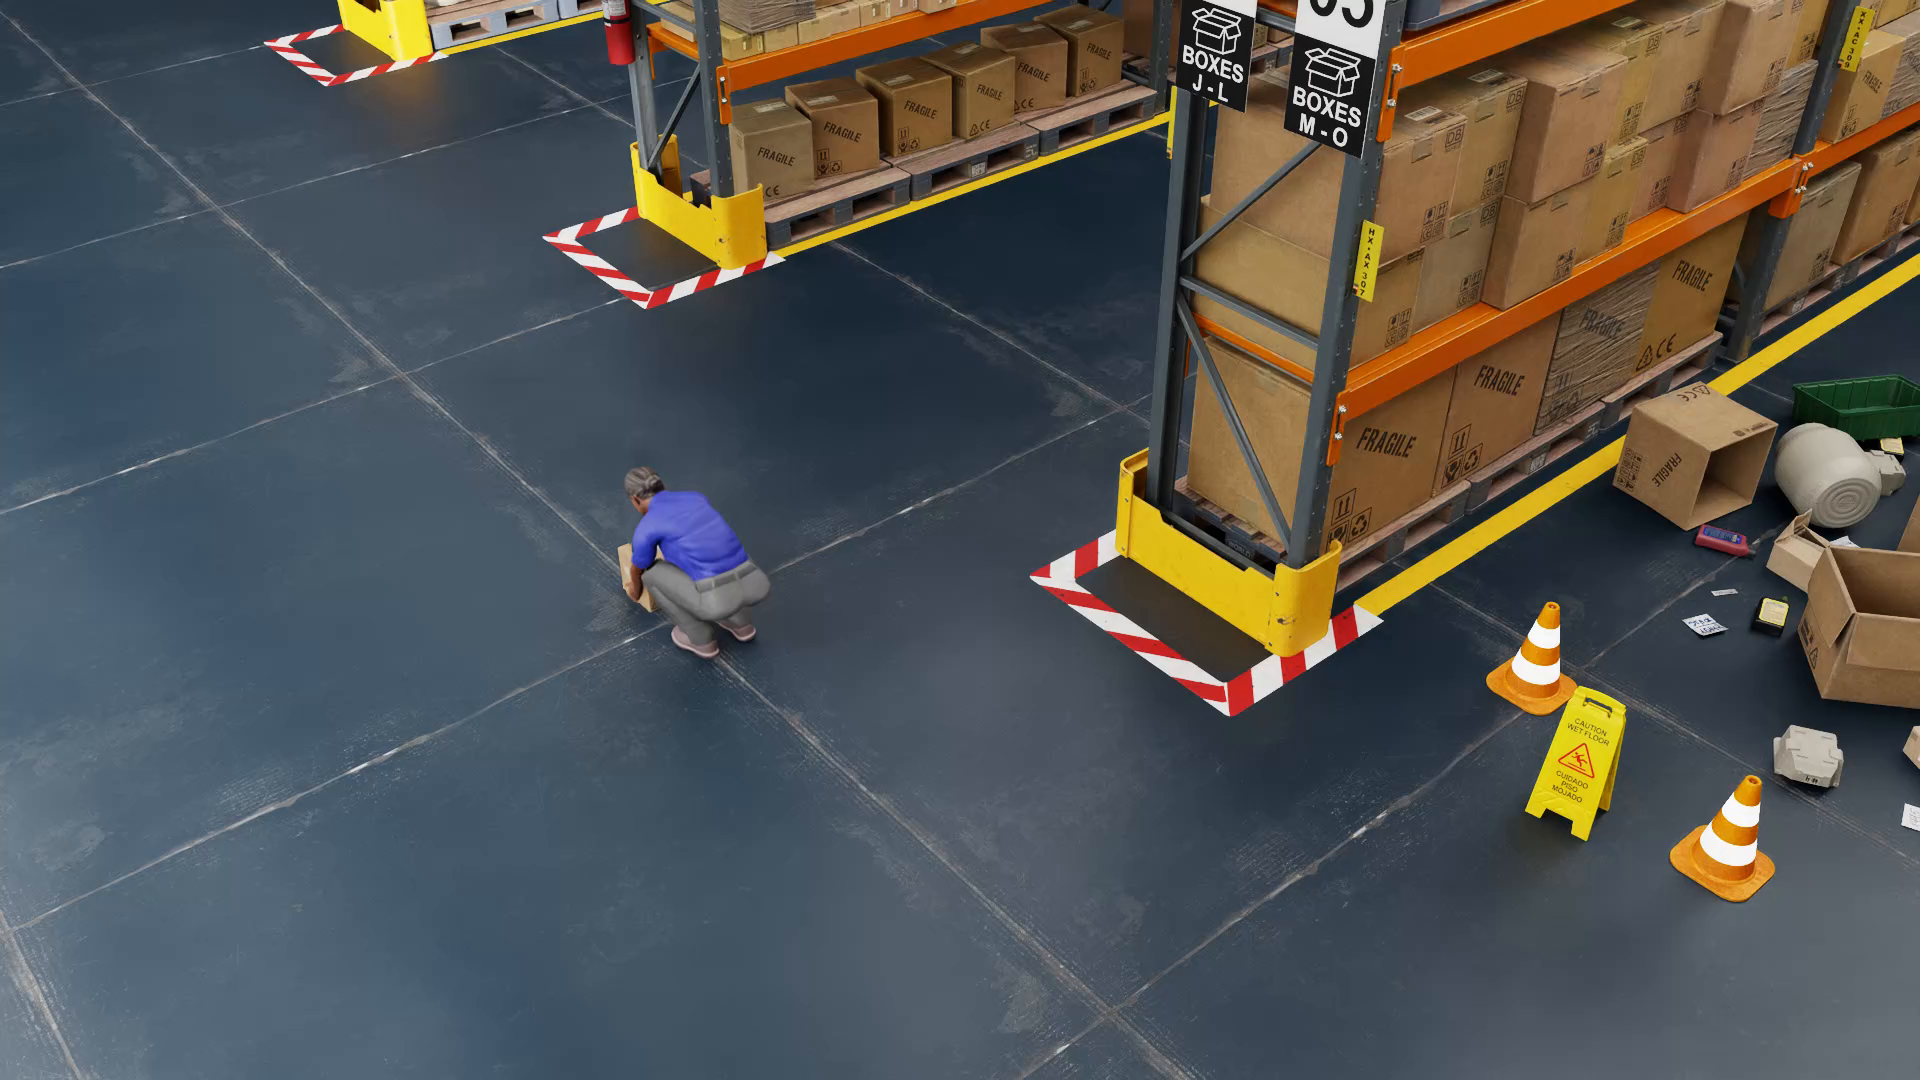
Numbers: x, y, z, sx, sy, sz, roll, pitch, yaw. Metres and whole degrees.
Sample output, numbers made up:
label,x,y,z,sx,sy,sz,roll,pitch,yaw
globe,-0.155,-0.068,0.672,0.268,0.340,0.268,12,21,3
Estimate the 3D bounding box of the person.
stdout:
label,x,y,z,sx,sy,sz,roll,pitch,yaw
person,-1.240,0.103,7.706,0.467,0.799,0.847,-26,44,-31
